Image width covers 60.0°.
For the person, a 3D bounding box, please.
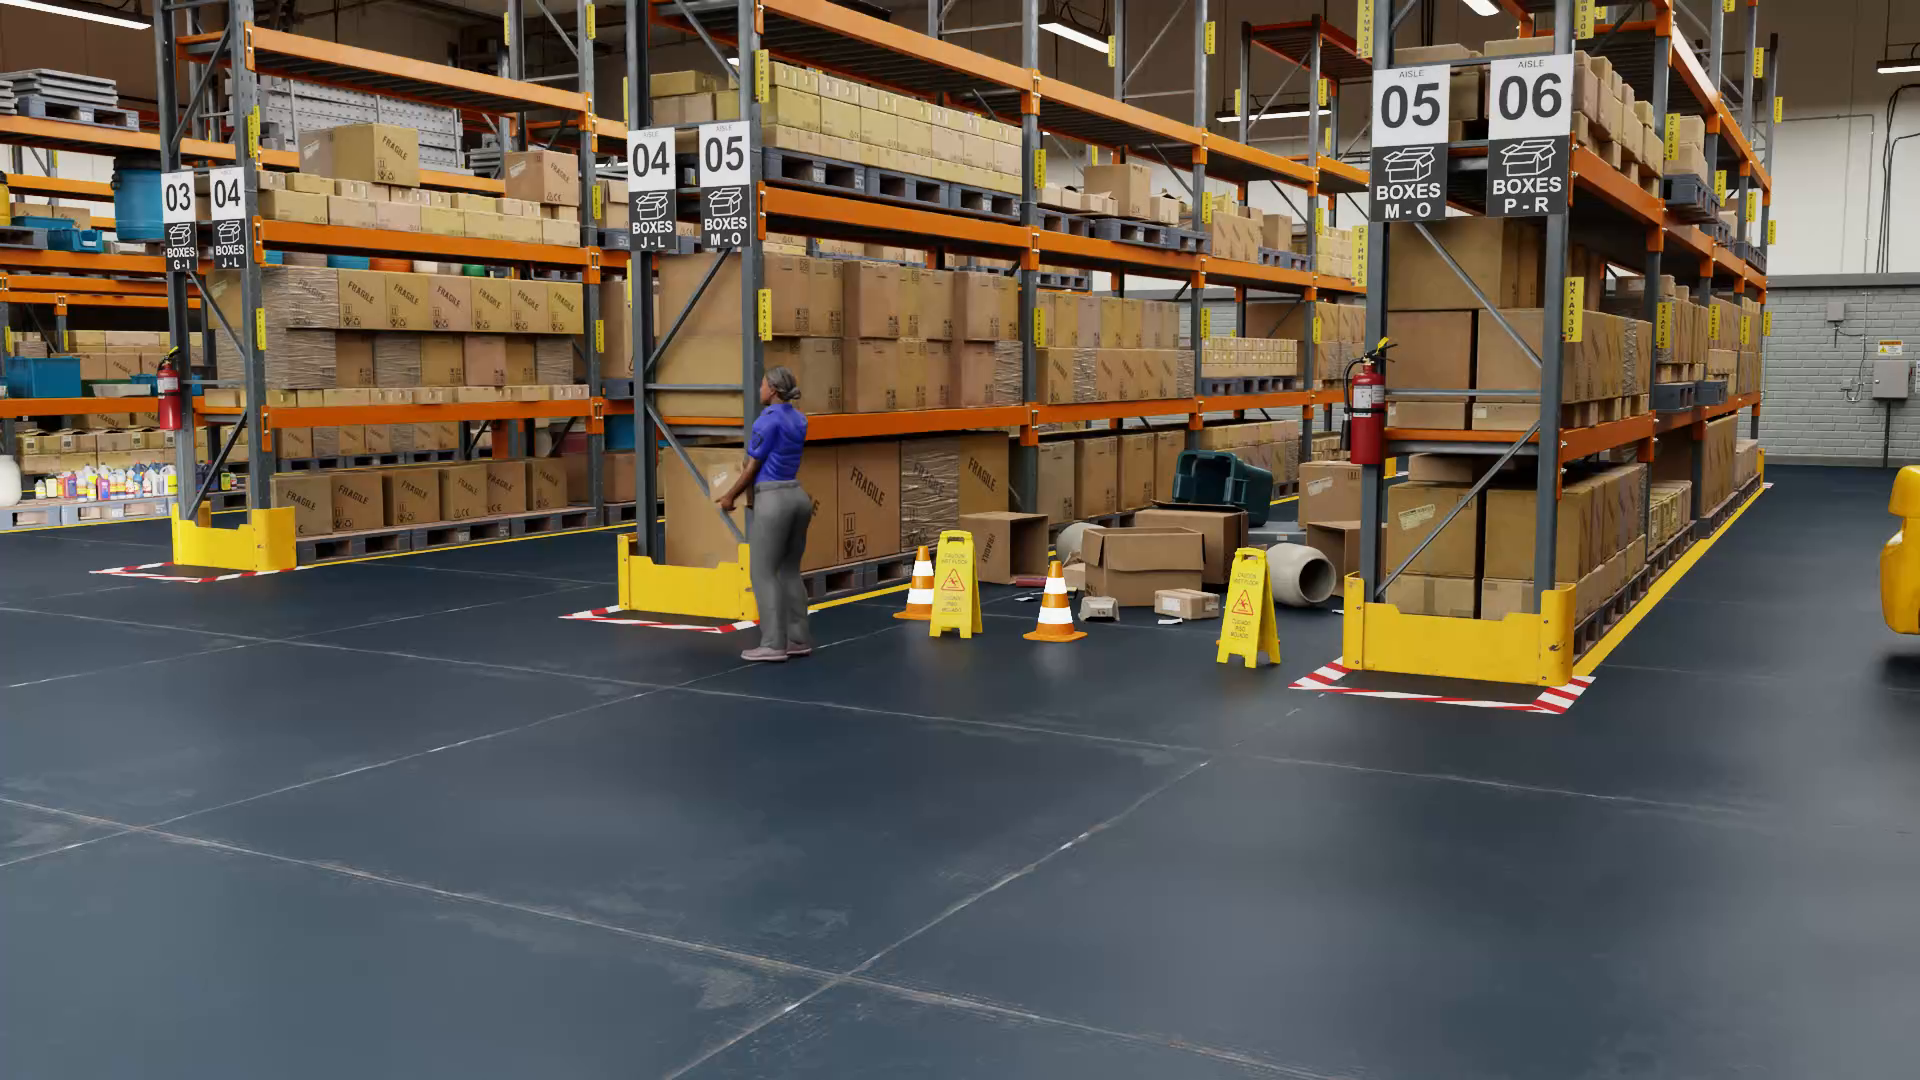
[{"bbox_3d":[-1.103,-0.154,9.396,0.502,1.656,0.441,3,7,28],"label":"person"}]
